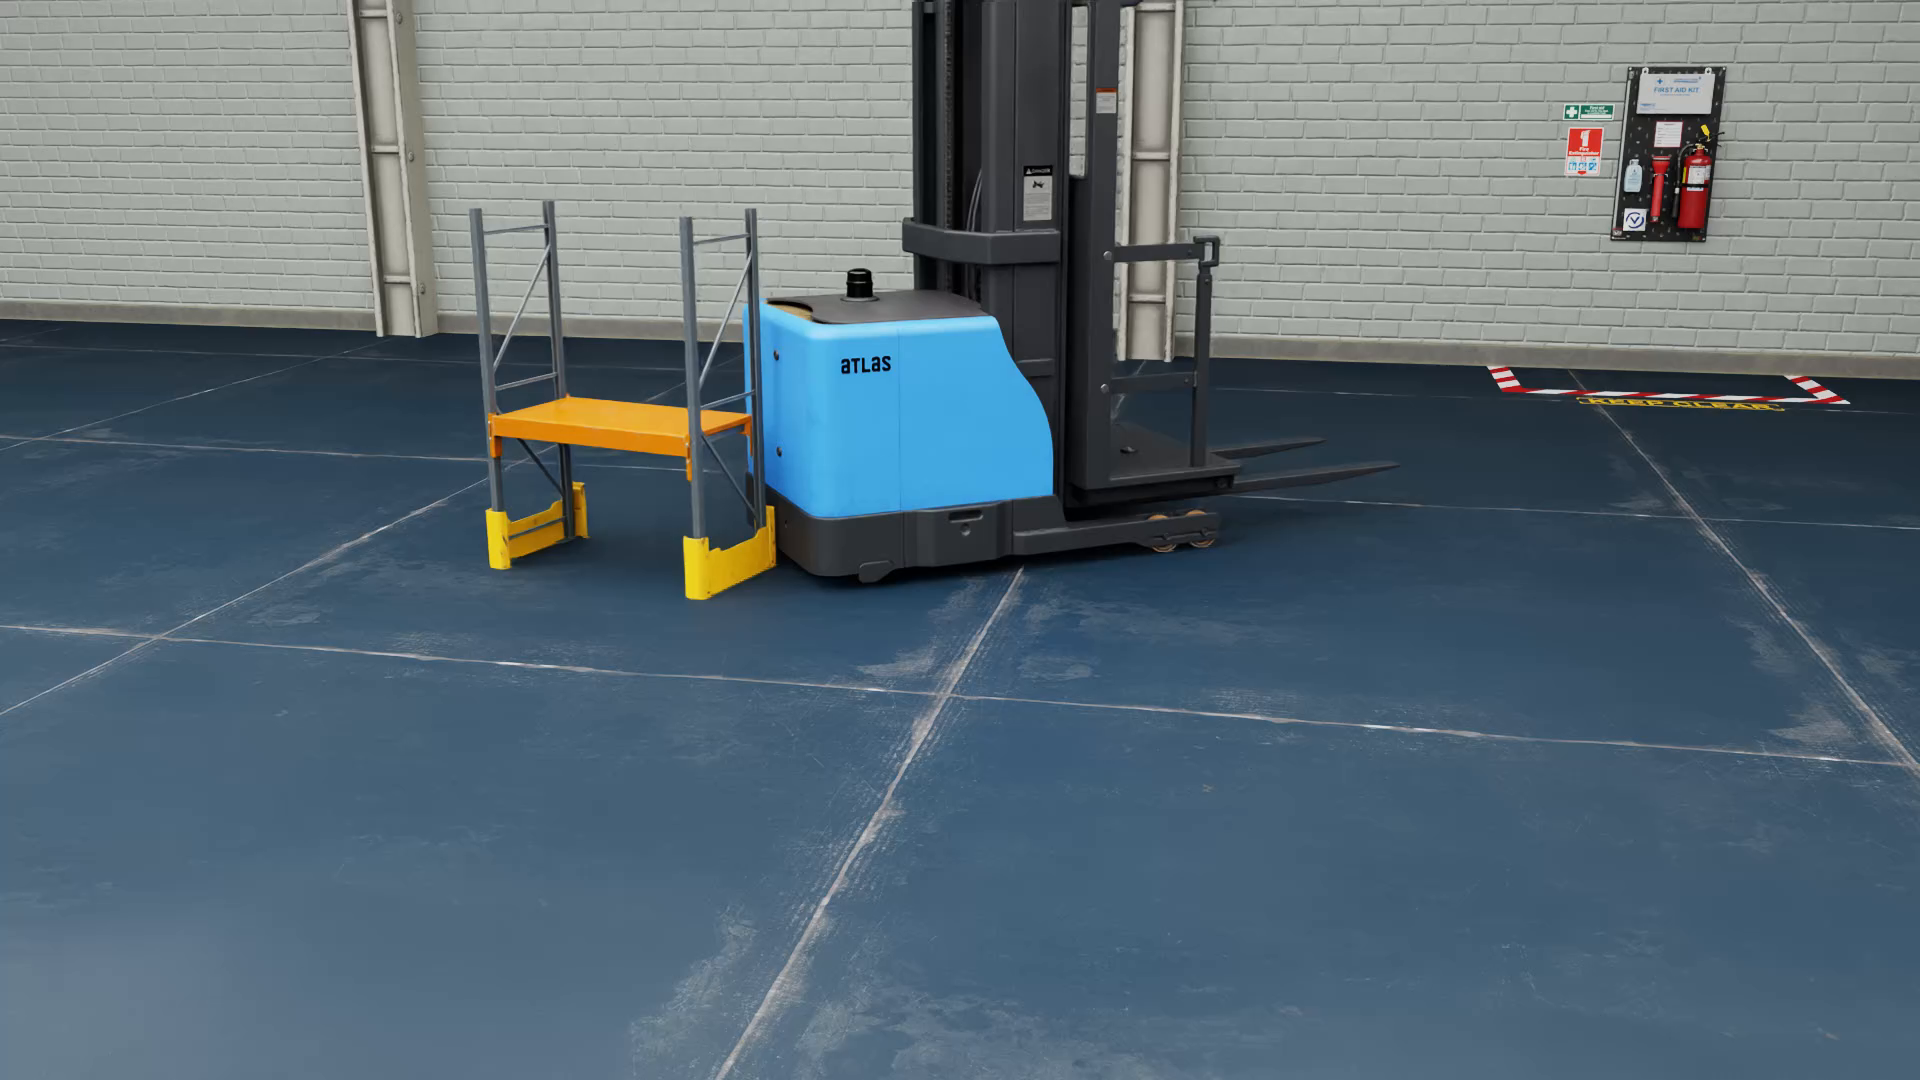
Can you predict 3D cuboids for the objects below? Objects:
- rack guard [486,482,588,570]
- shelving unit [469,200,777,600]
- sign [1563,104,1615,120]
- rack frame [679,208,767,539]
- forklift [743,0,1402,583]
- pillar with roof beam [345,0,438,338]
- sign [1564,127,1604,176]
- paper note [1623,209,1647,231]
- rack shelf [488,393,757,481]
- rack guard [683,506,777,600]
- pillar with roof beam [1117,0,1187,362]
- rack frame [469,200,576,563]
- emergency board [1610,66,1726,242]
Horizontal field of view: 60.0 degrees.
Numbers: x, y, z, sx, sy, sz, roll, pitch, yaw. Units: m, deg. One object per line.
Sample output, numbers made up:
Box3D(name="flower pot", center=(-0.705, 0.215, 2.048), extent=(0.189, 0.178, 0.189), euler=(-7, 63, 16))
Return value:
Box3D(name="rack guard", center=(-1.841, -0.068, 7.268), extent=(0.087, 0.250, 0.587), euler=(7, 17, 24))
Box3D(name="shelving unit", center=(-1.391, -0.613, 6.895), extent=(1.083, 1.500, 0.587), euler=(7, 17, 24))
Box3D(name="sign", center=(4.336, -2.951, 11.467), extent=(0.331, 0.109, 0.001), euler=(3, 16, 11))
Box3D(name="rack frame", center=(-0.940, -0.556, 6.689), extent=(0.032, 1.500, 0.500), euler=(7, 17, 24))
Box3D(name="forklift", center=(0.600, -1.477, 7.335), extent=(3.031, 2.935, 1.130), euler=(-7, 17, -23))
Box3D(name="pillar with roof beam", center=(-5.349, -4.886, 8.276), extent=(0.400, 9.000, 9.100), euler=(3, 16, 11))
Box3D(name="sign", center=(4.333, -2.698, 11.547), extent=(0.234, 0.329, 0.001), euler=(3, 16, 11))
Box3D(name="paper note", center=(4.695, -2.228, 11.565), extent=(0.142, 0.148, 0.016), euler=(3, 16, 11))
Box3D(name="rack shelf", center=(-1.399, -0.441, 6.947), extent=(1.000, 0.185, 0.538), euler=(7, 17, 24))
Box3D(name="rack guard", center=(-0.941, 0.046, 6.856), extent=(0.087, 0.250, 0.587), euler=(7, 17, 24))
Box3D(name="pillar with roof beam", center=(0.531, -4.567, 7.123), extent=(0.400, 9.000, 9.100), euler=(3, 16, 11))
Box3D(name="rack frame", center=(-1.858, -0.672, 7.109), extent=(0.032, 1.500, 0.500), euler=(7, 17, 24))
Box3D(name="emergency board", center=(4.854, -2.625, 11.348), extent=(0.643, 1.169, 0.194), euler=(3, 16, 11))
